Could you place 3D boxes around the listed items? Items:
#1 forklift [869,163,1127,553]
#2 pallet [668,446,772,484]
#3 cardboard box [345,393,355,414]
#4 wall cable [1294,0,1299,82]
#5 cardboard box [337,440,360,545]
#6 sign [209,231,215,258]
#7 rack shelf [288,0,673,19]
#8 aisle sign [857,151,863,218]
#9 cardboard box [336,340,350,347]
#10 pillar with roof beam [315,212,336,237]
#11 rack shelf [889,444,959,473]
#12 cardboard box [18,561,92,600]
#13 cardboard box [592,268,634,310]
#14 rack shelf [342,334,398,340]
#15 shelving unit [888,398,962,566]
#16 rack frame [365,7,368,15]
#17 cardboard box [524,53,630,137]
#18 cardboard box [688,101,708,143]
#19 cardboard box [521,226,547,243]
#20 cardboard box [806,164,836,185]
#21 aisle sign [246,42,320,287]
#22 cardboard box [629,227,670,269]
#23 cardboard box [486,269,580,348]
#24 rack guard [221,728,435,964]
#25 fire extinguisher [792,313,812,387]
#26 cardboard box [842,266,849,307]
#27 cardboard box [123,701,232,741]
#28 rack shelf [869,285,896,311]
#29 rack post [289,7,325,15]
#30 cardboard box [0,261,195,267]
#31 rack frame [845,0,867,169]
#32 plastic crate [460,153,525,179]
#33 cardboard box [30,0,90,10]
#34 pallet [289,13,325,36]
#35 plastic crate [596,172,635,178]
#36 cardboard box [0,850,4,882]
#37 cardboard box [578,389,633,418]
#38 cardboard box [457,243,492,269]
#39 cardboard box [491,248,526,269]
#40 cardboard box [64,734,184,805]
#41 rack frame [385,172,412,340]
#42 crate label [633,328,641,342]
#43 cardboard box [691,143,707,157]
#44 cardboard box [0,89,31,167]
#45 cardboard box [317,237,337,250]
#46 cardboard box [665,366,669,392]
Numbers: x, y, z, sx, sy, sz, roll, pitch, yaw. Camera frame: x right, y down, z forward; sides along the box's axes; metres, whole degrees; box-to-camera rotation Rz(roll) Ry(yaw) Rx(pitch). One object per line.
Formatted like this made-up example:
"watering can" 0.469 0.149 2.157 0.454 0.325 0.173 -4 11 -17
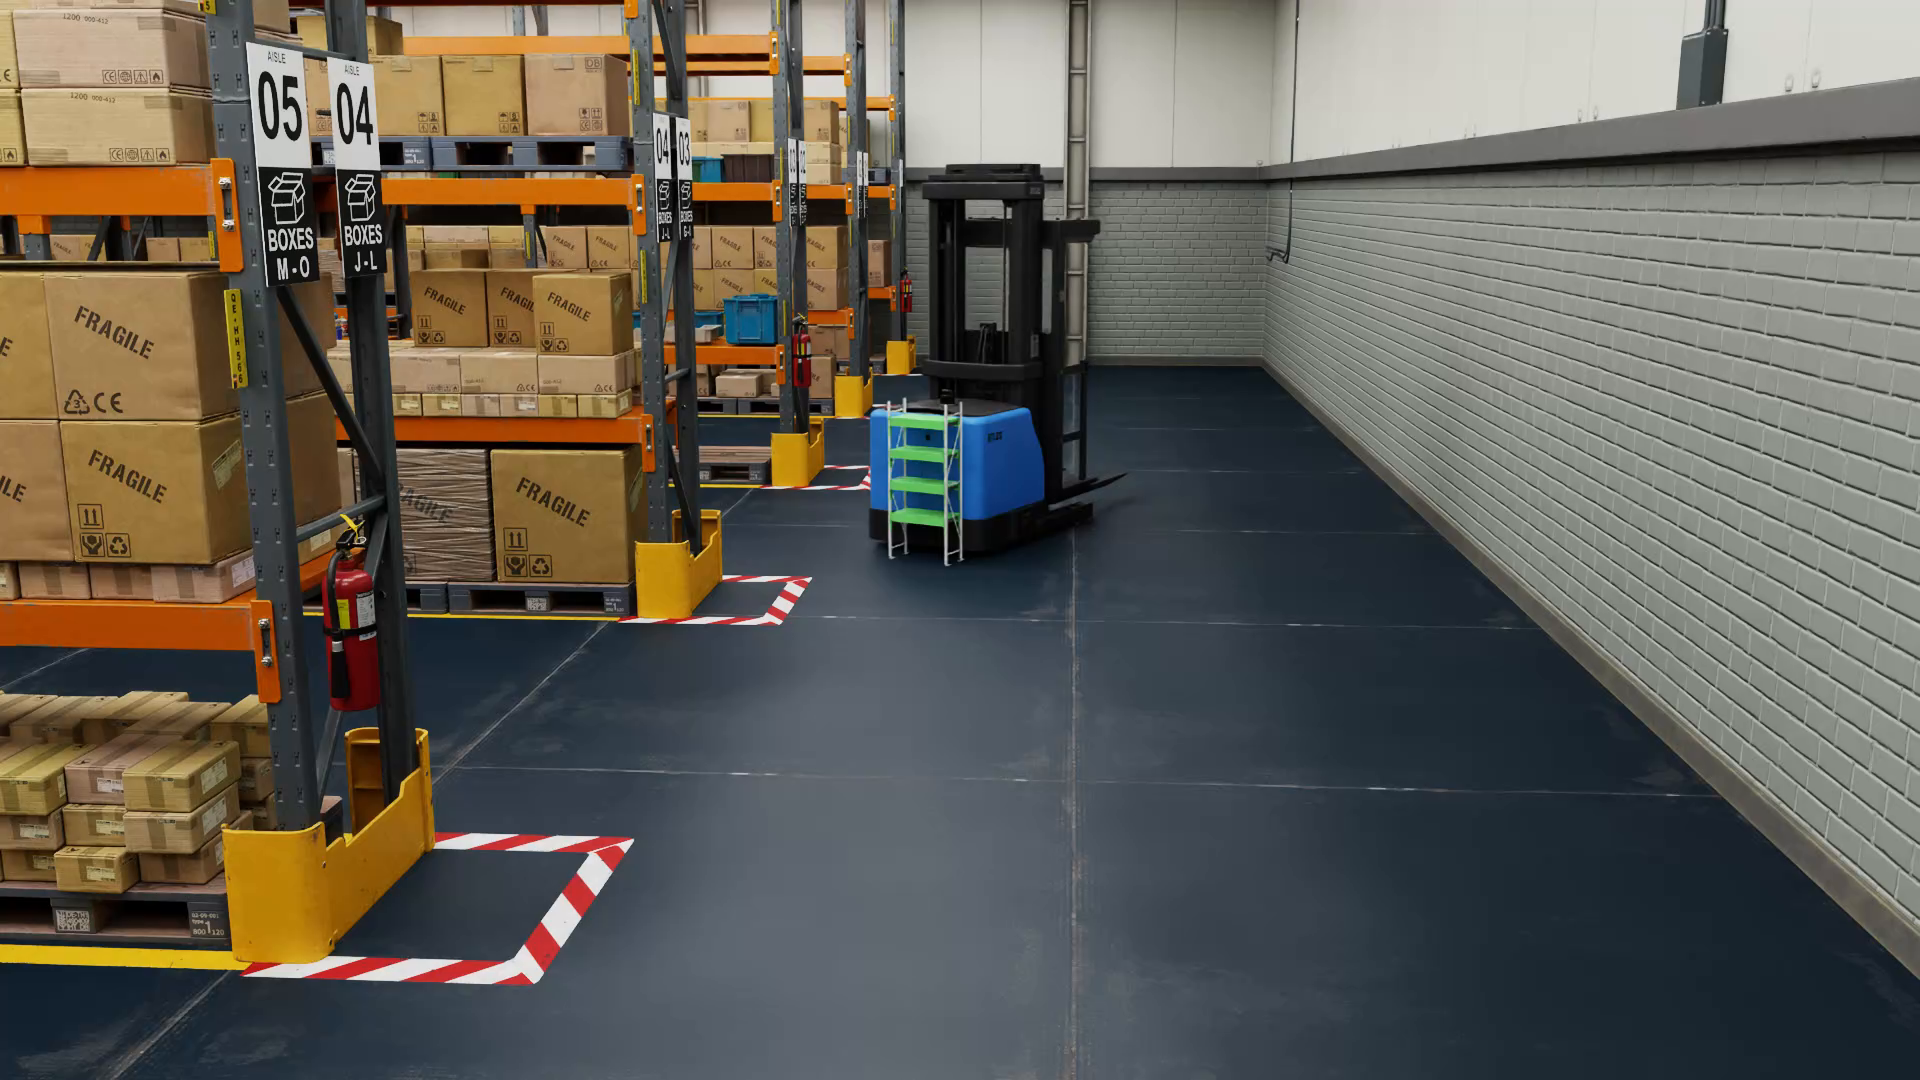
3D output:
"forklift" 0.465 -1.592 13.719 1.130 2.935 3.031 7 14 29
"pallet" -2.416 -0.741 16.297 1.213 0.211 1.003 1 12 4
"cardboard box" -3.830 -0.911 10.910 0.250 0.149 0.380 1 12 5
"wall cable" 4.505 -7.297 21.420 0.112 2.526 3.097 1 12 4
"cardboard box" -4.367 -0.258 11.338 0.875 0.875 0.875 1 12 4
"sign" -9.277 -3.662 20.619 0.005 0.325 0.100 1 12 4
"rack shelf" -3.923 -3.491 10.713 4.000 0.370 1.077 1 12 4
"aisle sign" -1.214 -4.308 20.187 0.004 0.787 0.394 1 12 4
"cardboard box" -4.434 -1.236 11.491 0.500 0.250 0.500 1 12 5
"pillar with roof beam" -10.443 -6.472 22.229 0.400 9.000 9.100 1 12 4
"rack shelf" -0.260 -0.610 12.395 0.480 0.148 0.258 7 14 29
"cardboard box" -3.200 0.102 6.070 0.250 0.149 0.380 1 12 3
"cardboard box" -4.251 -3.134 20.678 0.500 0.500 0.500 1 12 5
"rack shelf" -7.583 -1.817 16.385 4.000 0.370 1.077 1 12 4
"shelving unit" -0.260 -0.438 12.431 0.503 1.200 0.258 7 14 29
"rack frame" -8.916 -7.157 25.504 0.127 3.000 1.000 1 12 4
"cardboard box" -2.449 -2.843 10.693 0.500 0.500 0.700 0 12 0
"cardboard box" -3.267 -5.144 20.522 0.500 0.500 0.700 1 12 4
"cardboard box" -6.427 -4.707 25.594 0.500 0.250 0.500 1 12 5
"cardboard box" -1.792 -4.447 20.241 0.500 0.250 0.500 1 12 4
"aisle sign" -2.306 -1.273 5.681 0.004 0.787 0.394 1 12 4
"cardboard box" -3.773 -3.614 20.533 0.500 0.500 0.500 0 12 2
"cardboard box" -2.887 -1.583 11.318 0.500 0.500 0.500 0 12 2
"rack guard" -2.435 1.159 6.506 0.348 0.500 1.175 1 12 4
"fire extinguisher" -1.476 -1.772 15.512 0.183 0.674 0.296 1 12 4
"cardboard box" -1.686 -3.208 21.033 0.500 0.500 0.500 1 12 5
"cardboard box" -3.142 0.780 6.699 0.250 0.149 0.380 1 12 5
"rack shelf" -2.930 -3.786 25.799 4.000 0.370 1.077 1 12 4
"rack post" -6.426 -5.059 15.660 0.954 0.300 0.937 1 12 3
"cardboard box" -3.293 -0.813 6.417 0.500 0.500 0.500 1 12 5
"rack frame" -1.261 -6.035 20.142 0.127 3.000 1.000 1 12 4
"plastic crate" -4.366 -3.473 15.538 0.590 0.269 0.497 1 12 4
"cardboard box" -2.952 -1.861 5.686 0.250 0.149 0.380 1 12 5
"pallet" -6.415 -4.795 15.651 1.213 0.211 1.003 1 12 4
"plastic crate" -3.102 -3.602 15.987 0.767 0.338 0.504 1 12 4
"cardboard box" -3.667 1.157 6.347 0.250 0.149 0.380 1 12 4
"cardboard box" -2.304 -0.890 10.809 0.250 0.149 0.380 1 12 5
"cardboard box" -7.432 -4.350 25.717 0.500 0.500 0.500 1 12 4
"cardboard box" -5.710 -3.460 21.214 0.500 0.500 0.700 -3 12 -15
"cardboard box" -3.151 0.865 6.292 0.250 0.149 0.380 1 12 5
"rack frame" -5.587 -2.142 16.181 0.127 3.000 1.000 1 12 4
"crate label" -2.990 -1.967 15.844 0.243 0.136 0.396 1 12 4
"cardboard box" -3.288 -4.713 20.293 0.500 0.250 0.500 1 12 4
"cardboard box" -3.340 -1.416 5.750 0.500 0.250 0.500 1 12 4
"cardboard box" -9.945 -4.491 26.094 0.500 0.500 0.700 0 12 -2
"cardboard box" -3.917 -2.093 21.439 0.500 0.311 0.500 1 12 4
